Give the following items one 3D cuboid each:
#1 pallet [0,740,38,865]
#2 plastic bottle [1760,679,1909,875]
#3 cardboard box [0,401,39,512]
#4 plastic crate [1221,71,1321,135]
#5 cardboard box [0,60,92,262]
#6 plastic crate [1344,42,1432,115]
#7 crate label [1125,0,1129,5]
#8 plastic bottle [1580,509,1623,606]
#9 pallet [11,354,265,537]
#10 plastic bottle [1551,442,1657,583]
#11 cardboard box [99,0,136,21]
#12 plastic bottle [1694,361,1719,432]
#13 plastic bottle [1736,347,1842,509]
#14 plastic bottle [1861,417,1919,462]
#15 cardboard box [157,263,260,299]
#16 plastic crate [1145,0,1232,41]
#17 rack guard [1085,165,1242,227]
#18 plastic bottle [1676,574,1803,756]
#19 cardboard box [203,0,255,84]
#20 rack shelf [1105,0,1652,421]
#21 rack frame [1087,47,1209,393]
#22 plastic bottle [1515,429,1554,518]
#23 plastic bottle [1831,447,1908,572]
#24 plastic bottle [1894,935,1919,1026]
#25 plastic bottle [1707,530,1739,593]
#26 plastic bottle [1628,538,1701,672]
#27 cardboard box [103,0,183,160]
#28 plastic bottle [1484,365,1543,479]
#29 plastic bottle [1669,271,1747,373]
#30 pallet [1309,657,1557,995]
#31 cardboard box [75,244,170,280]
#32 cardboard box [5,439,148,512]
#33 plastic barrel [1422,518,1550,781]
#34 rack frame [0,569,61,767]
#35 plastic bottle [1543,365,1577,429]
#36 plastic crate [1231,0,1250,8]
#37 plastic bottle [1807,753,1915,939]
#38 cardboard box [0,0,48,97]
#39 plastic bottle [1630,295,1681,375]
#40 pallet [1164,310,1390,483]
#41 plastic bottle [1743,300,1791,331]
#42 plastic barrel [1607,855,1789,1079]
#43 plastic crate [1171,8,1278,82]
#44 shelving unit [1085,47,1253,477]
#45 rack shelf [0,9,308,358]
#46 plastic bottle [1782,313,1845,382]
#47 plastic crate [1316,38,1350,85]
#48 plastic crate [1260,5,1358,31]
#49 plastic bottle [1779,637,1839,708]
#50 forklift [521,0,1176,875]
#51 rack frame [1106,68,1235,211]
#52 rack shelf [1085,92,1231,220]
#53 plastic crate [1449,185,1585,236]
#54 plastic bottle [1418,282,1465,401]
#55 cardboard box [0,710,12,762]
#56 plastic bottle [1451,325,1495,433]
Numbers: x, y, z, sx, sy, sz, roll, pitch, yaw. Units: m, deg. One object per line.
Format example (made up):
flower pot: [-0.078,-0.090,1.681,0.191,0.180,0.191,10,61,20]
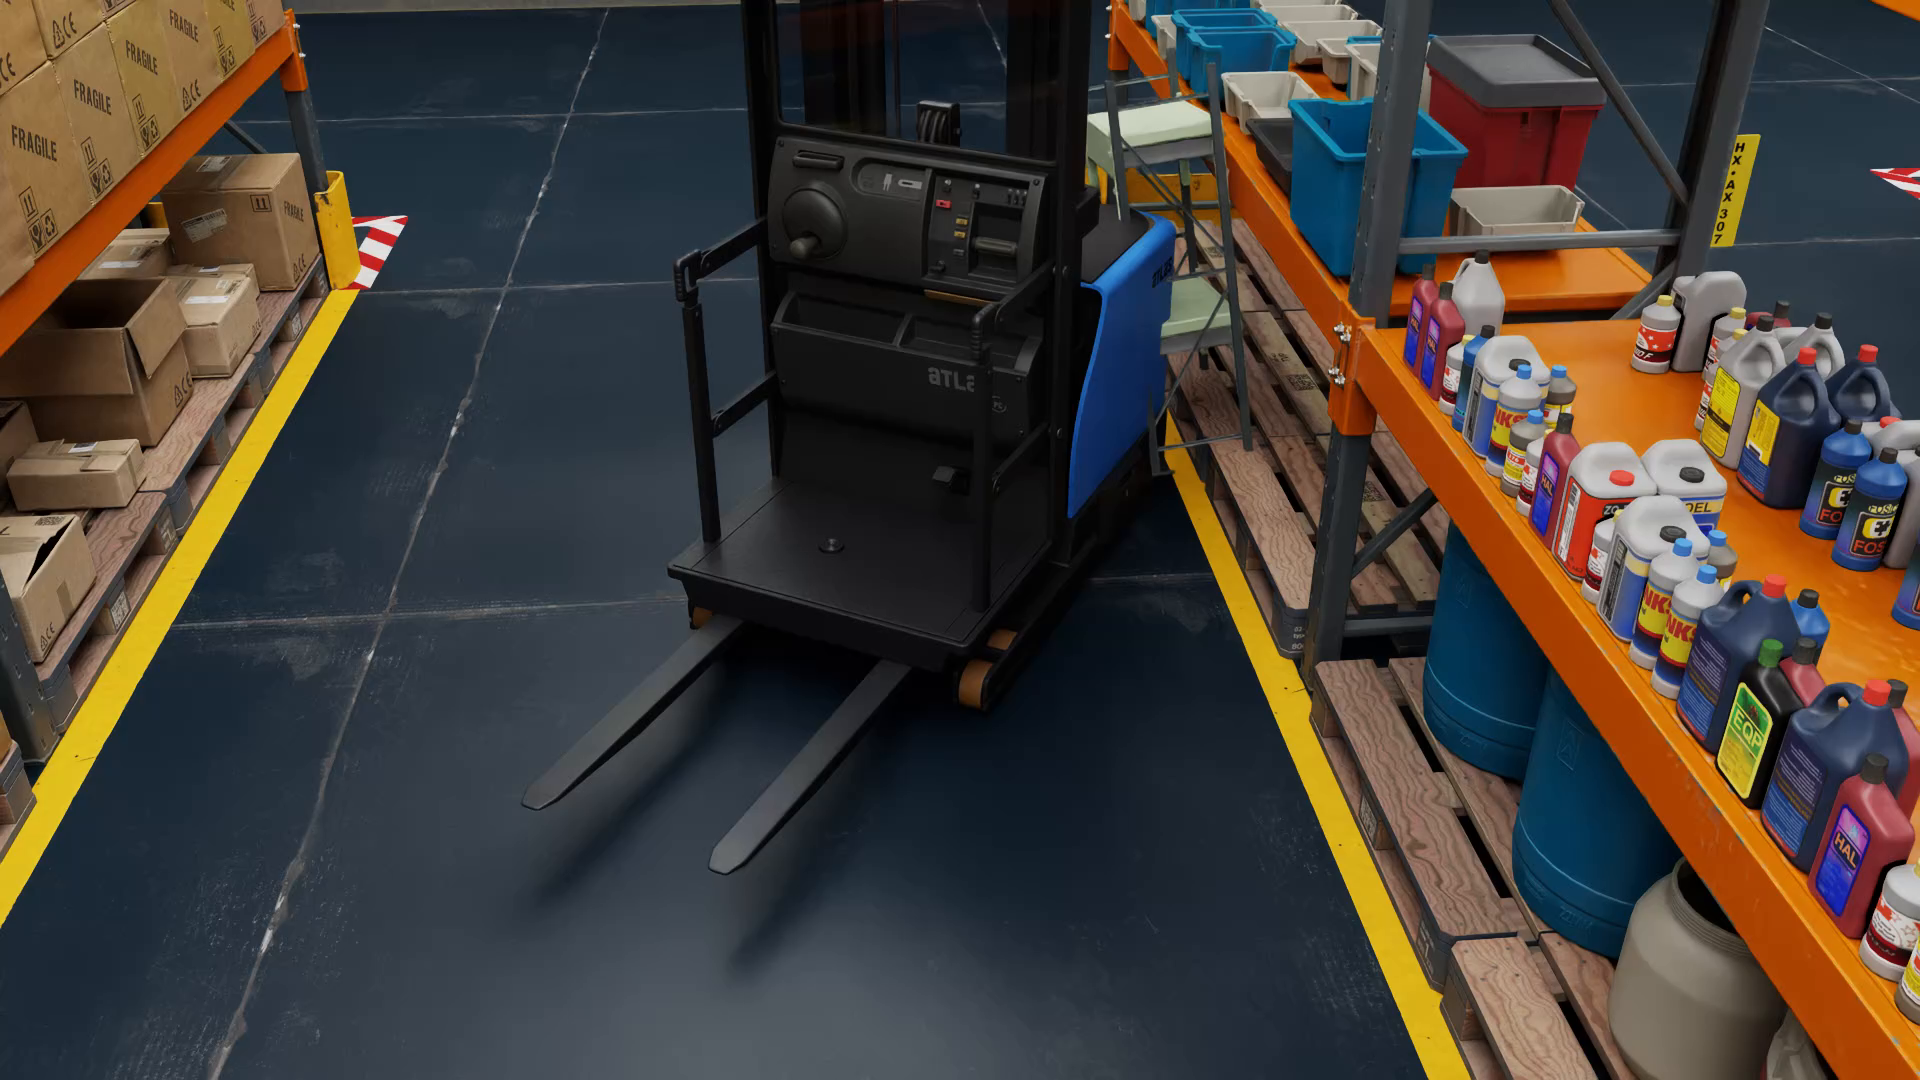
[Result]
pallet: [-3.190,1.005,4.362,1.003,0.211,1.213,-3,31,-5]
plastic bottle: [1.460,0.370,2.754,0.144,0.351,0.185,-3,31,-5]
cardboard box: [-3.709,-0.300,6.021,0.500,0.311,0.500,-3,31,-5]
plastic crate: [1.167,-1.628,6.249,0.293,0.136,0.466,-3,31,-5]
cardboard box: [-3.131,-1.183,5.208,0.500,0.500,0.500,-2,31,-4]
plastic crate: [1.670,-1.604,6.068,0.437,0.282,0.530,-3,31,-5]
crate label: [0.950,-2.695,7.942,0.416,0.233,0.303,-3,31,-5]
plastic bottle: [1.363,0.032,3.465,0.097,0.201,0.097,0,31,0]
pallet: [-3.484,-0.383,6.686,1.003,0.211,1.213,-3,31,-5]
plastic bottle: [1.379,-0.060,3.547,0.152,0.276,0.135,-3,31,-5]
cardboard box: [-3.213,-2.121,5.804,0.500,0.500,0.500,-2,31,-3]
plastic bottle: [1.899,-0.368,4.135,0.097,0.201,0.097,0,31,0]
plastic bottle: [1.914,-0.265,3.816,0.144,0.351,0.185,-3,31,-5]
plastic bottle: [2.069,-0.158,3.710,0.152,0.276,0.135,-3,31,-5]
cardboard box: [-3.433,-1.143,7.573,0.380,0.166,0.250,-3,31,-5]
plastic crate: [1.012,-2.359,7.379,0.416,0.233,0.300,-3,31,-5]
rack guard: [1.240,-1.822,8.812,1.175,0.500,0.348,-3,31,-5]
plastic bottle: [1.430,0.207,3.026,0.144,0.351,0.185,-3,31,-5]
cardboard box: [-3.312,-2.210,6.928,0.500,0.500,0.500,-2,31,-4]
rack shelf: [1.442,-1.553,6.627,1.077,0.370,4.000,-3,31,-5]
rack frame: [0.768,-1.228,6.851,0.400,1.500,0.023,-10,21,-1]
plastic bottle: [1.329,-0.154,3.777,0.097,0.201,0.097,0,31,0]
plastic bottle: [1.959,-0.072,3.571,0.097,0.271,0.097,0,31,0]
plastic bottle: [1.471,0.625,2.473,0.097,0.201,0.097,0,31,0]
plastic bottle: [1.523,0.075,3.394,0.097,0.201,0.097,0,31,0]
plastic bottle: [1.384,0.121,3.249,0.097,0.271,0.097,0,31,0]
cardboard box: [-3.224,-1.698,6.070,0.500,0.500,0.500,-3,31,-5]
plastic bottle: [1.310,-0.284,3.925,0.097,0.271,0.097,0,31,0]
plastic bottle: [1.987,-0.602,4.454,0.152,0.276,0.135,-3,31,-5]
pallet: [1.659,0.752,4.785,1.003,0.211,1.213,-3,31,-5]
cardboard box: [-3.862,-1.110,7.435,0.500,0.250,0.500,-3,31,-5]
cardboard box: [-3.218,-0.244,6.067,0.380,0.166,0.250,-3,31,-5]
plastic barrel: [1.663,0.158,4.697,0.600,0.901,0.708,-3,31,-5]
rack frame: [-3.303,-0.606,4.339,1.000,3.000,0.127,-3,31,-5]
plastic bottle: [1.449,-0.330,4.071,0.097,0.201,0.097,0,31,0]
plastic crate: [1.472,-2.762,7.856,0.616,0.435,0.499,-3,31,-5]
plastic bottle: [1.433,0.482,2.632,0.061,0.283,0.133,-3,31,-5]
cardboard box: [-3.116,-1.595,4.923,0.500,0.500,0.500,-4,31,-6]
plastic bottle: [1.865,-0.554,4.447,0.097,0.201,0.097,0,31,0]
pallet: [1.404,-0.642,7.118,1.003,0.211,1.213,-3,31,-5]
plastic bottle: [2.054,-0.489,4.258,0.061,0.283,0.133,-3,31,-5]
plastic barrel: [1.693,0.979,3.702,0.421,0.512,0.421,0,31,0]
plastic crate: [1.073,-2.023,6.816,0.416,0.233,0.300,-3,31,-5]
shelving unit: [0.797,-1.100,6.510,0.431,1.500,0.755,-10,21,-1]
rack shelf: [-3.490,-1.318,6.233,1.077,0.370,4.000,-3,31,-5]
plastic bottle: [2.040,-0.366,3.986,0.144,0.351,0.185,-3,31,-5]
plastic crate: [1.621,-1.948,6.785,0.298,0.136,0.250,-3,31,-5]
plastic crate: [1.524,-2.239,7.273,0.396,0.136,0.243,-3,31,-5]
plastic bottle: [1.464,0.316,2.909,0.061,0.283,0.133,-3,31,-5]
forklift: [-0.268,-0.967,5.010,1.130,2.935,3.031,14,33,21]
rack frame: [1.255,-2.883,8.152,1.000,3.000,0.127,-3,31,-5]
rack shelf: [0.736,-1.459,6.369,0.431,0.370,0.720,-10,21,-1]
plastic crate: [1.728,-0.998,5.194,0.396,0.136,0.243,-3,31,-5]
plastic bottle: [1.251,-0.515,4.301,0.061,0.283,0.133,-3,31,-5]
cardboard box: [-2.972,0.517,4.468,0.500,0.500,0.500,-3,31,-5]
plastic bottle: [1.289,-0.402,4.124,0.097,0.271,0.097,0,31,0]
